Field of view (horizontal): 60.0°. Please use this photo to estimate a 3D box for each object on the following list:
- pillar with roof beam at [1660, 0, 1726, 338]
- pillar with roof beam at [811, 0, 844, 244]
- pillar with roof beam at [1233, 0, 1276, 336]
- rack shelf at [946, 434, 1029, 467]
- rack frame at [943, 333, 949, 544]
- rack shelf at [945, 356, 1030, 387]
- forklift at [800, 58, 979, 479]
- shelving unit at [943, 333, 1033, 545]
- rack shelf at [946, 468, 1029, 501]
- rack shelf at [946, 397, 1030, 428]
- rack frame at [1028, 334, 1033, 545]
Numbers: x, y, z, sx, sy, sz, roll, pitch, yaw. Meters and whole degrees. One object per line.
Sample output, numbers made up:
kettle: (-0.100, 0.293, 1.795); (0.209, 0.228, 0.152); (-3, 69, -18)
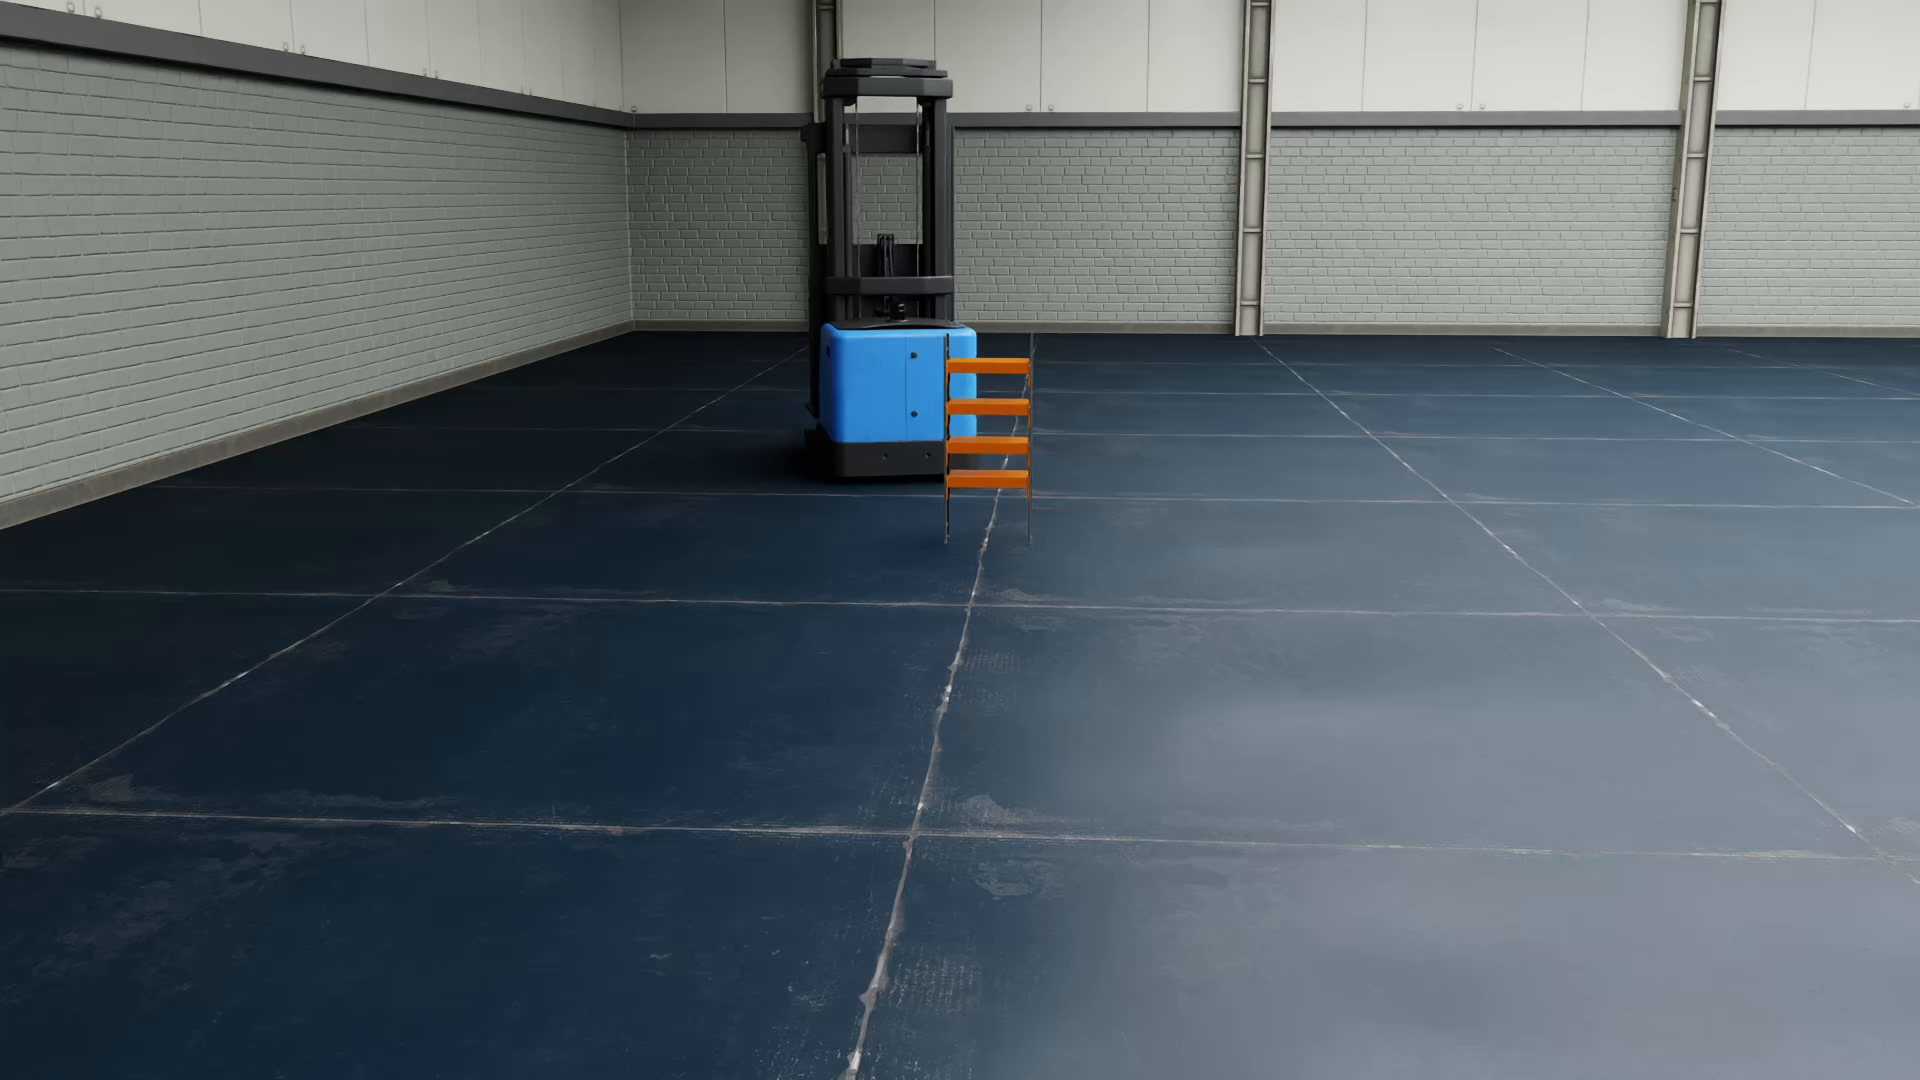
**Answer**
pillar with roof beam: (9.826, -6.385, 18.312); (0.400, 9.000, 9.100); (1, 12, 4)
pillar with roof beam: (-2.147, -6.549, 19.097); (0.400, 9.000, 9.100); (1, 12, 4)
pillar with roof beam: (3.839, -6.467, 18.704); (0.400, 9.000, 9.100); (1, 12, 4)
rack shelf: (0.165, -0.519, 9.648); (0.480, 0.148, 0.258); (1, 12, 4)
rack frame: (-0.078, -0.588, 9.650); (0.015, 1.200, 0.240); (1, 12, 4)
rack shelf: (0.165, -0.970, 9.554); (0.480, 0.148, 0.258); (1, 12, 4)
forklift: (-0.627, -2.120, 12.744); (1.130, 2.935, 3.031); (-2, 12, -10)
shelving unit: (0.165, -0.585, 9.634); (0.503, 1.200, 0.258); (1, 12, 4)
rack shelf: (0.165, -0.325, 9.689); (0.480, 0.148, 0.258); (1, 12, 4)
rack shelf: (0.165, -0.738, 9.602); (0.480, 0.148, 0.258); (1, 12, 4)
rack frame: (0.409, -0.582, 9.618); (0.015, 1.200, 0.240); (1, 12, 4)
